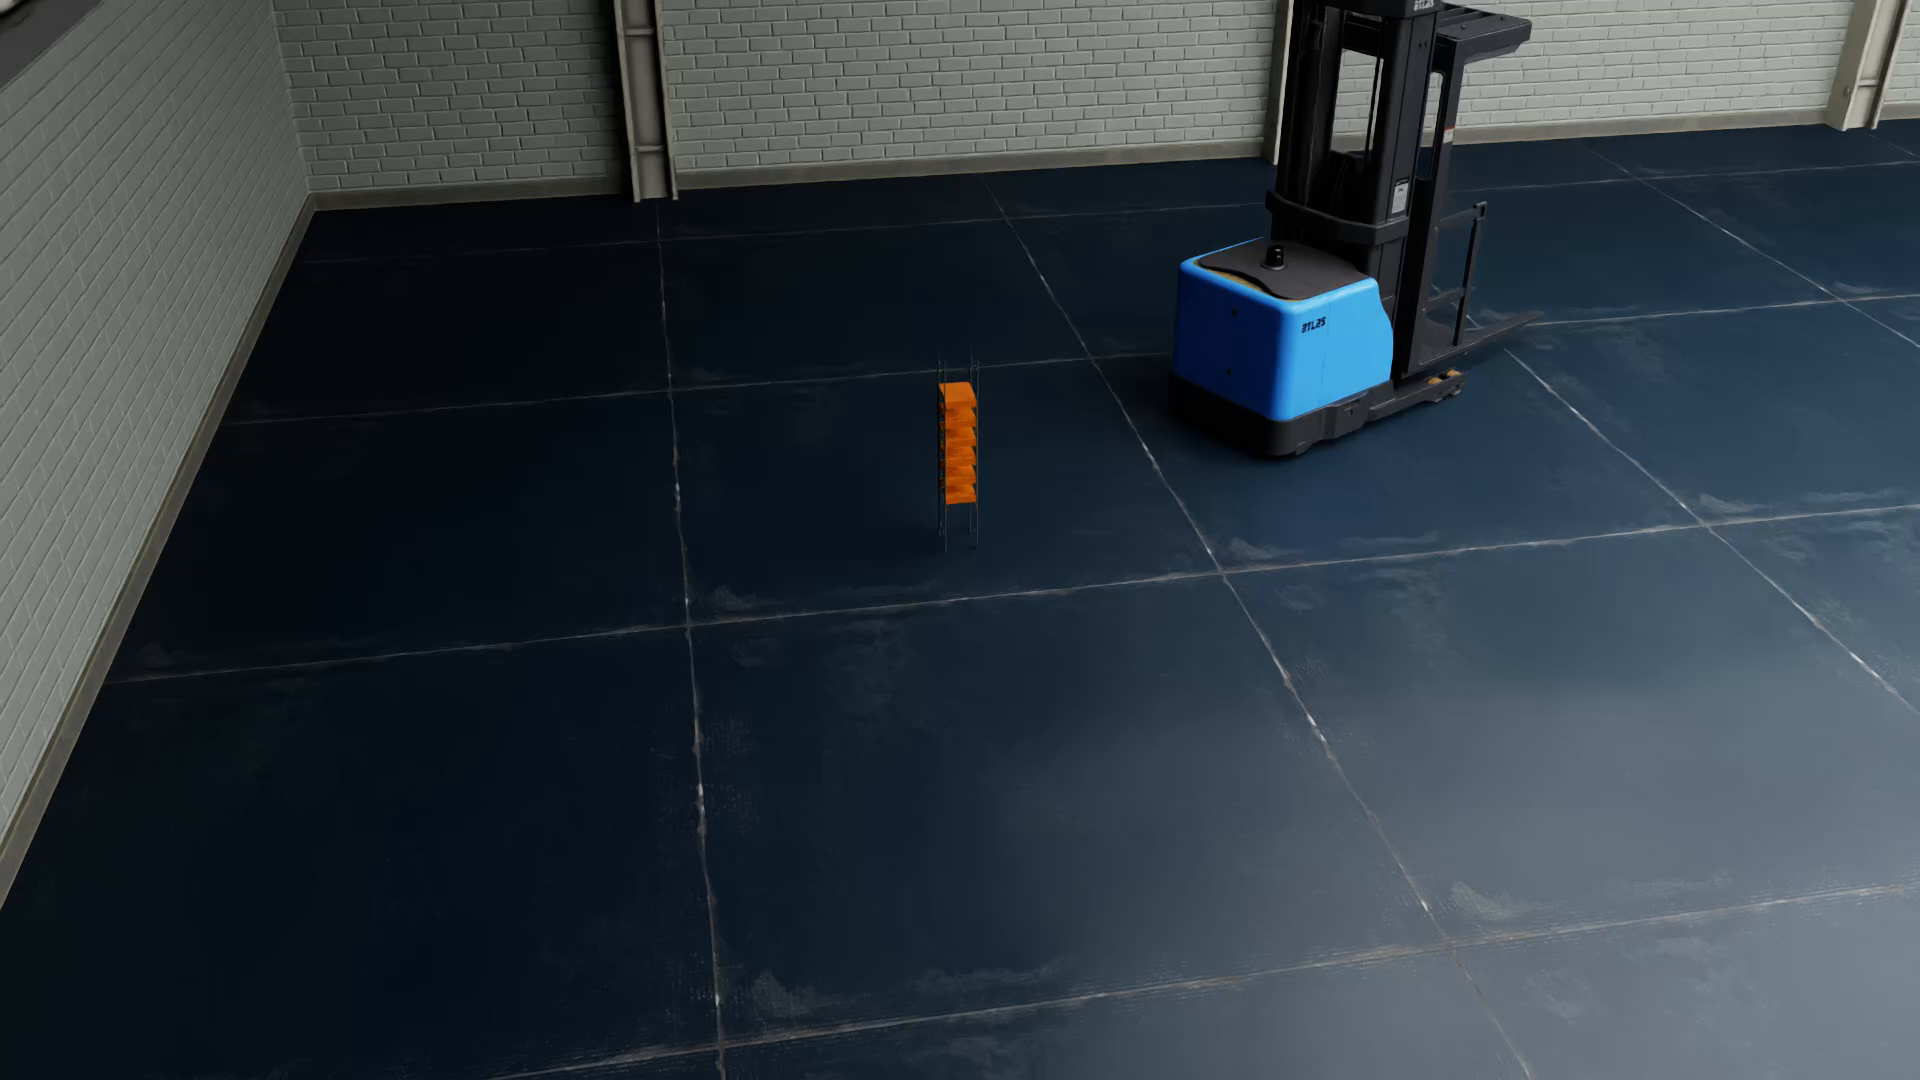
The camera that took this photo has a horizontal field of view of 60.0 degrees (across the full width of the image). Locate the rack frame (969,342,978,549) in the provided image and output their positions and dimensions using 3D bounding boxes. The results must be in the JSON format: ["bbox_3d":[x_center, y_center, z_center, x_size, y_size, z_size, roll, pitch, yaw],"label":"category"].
[{"bbox_3d":[0.076,-0.524,9.458,0.006,1.200,0.240,-5,31,-9],"label":"rack frame"}]

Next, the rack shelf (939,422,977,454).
[{"bbox_3d":[-0.014,-0.581,9.405,0.180,0.103,0.258,-5,31,-9],"label":"rack shelf"}]

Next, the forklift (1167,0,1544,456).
[{"bbox_3d":[2.866,-2.393,10.928,3.031,2.935,1.130,-22,37,-32],"label":"forklift"}]

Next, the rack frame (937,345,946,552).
[{"bbox_3d":[-0.104,-0.508,9.429,0.006,1.200,0.240,-5,31,-9],"label":"rack frame"}]

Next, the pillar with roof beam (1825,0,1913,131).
[{"bbox_3d":[9.824,-5.947,10.986,0.400,9.000,9.100,-5,31,-9],"label":"pillar with roof beam"}]

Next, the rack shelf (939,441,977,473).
[{"bbox_3d":[-0.014,-0.478,9.466,0.180,0.103,0.258,-5,31,-9],"label":"rack shelf"}]

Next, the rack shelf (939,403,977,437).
[{"bbox_3d":[-0.014,-0.684,9.344,0.180,0.103,0.258,-5,31,-9],"label":"rack shelf"}]

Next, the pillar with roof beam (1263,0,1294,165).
[{"bbox_3d":[3.922,-5.399,10.055,0.400,9.000,9.100,-5,31,-9],"label":"pillar with roof beam"}]

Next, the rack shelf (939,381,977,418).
[{"bbox_3d":[-0.014,-0.788,9.284,0.180,0.103,0.258,-5,31,-9],"label":"rack shelf"}]

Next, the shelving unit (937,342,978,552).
[{"bbox_3d":[-0.014,-0.516,9.444,0.189,1.200,0.258,-5,31,-9],"label":"shelving unit"}]

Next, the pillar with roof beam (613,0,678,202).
[{"bbox_3d":[-1.980,-4.852,9.123,0.400,9.000,9.100,-5,31,-9],"label":"pillar with roof beam"}]

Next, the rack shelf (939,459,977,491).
[{"bbox_3d":[-0.014,-0.374,9.527,0.180,0.103,0.258,-5,31,-9],"label":"rack shelf"}]

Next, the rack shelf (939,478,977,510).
[{"bbox_3d":[-0.014,-0.271,9.588,0.180,0.103,0.258,-5,31,-9],"label":"rack shelf"}]
